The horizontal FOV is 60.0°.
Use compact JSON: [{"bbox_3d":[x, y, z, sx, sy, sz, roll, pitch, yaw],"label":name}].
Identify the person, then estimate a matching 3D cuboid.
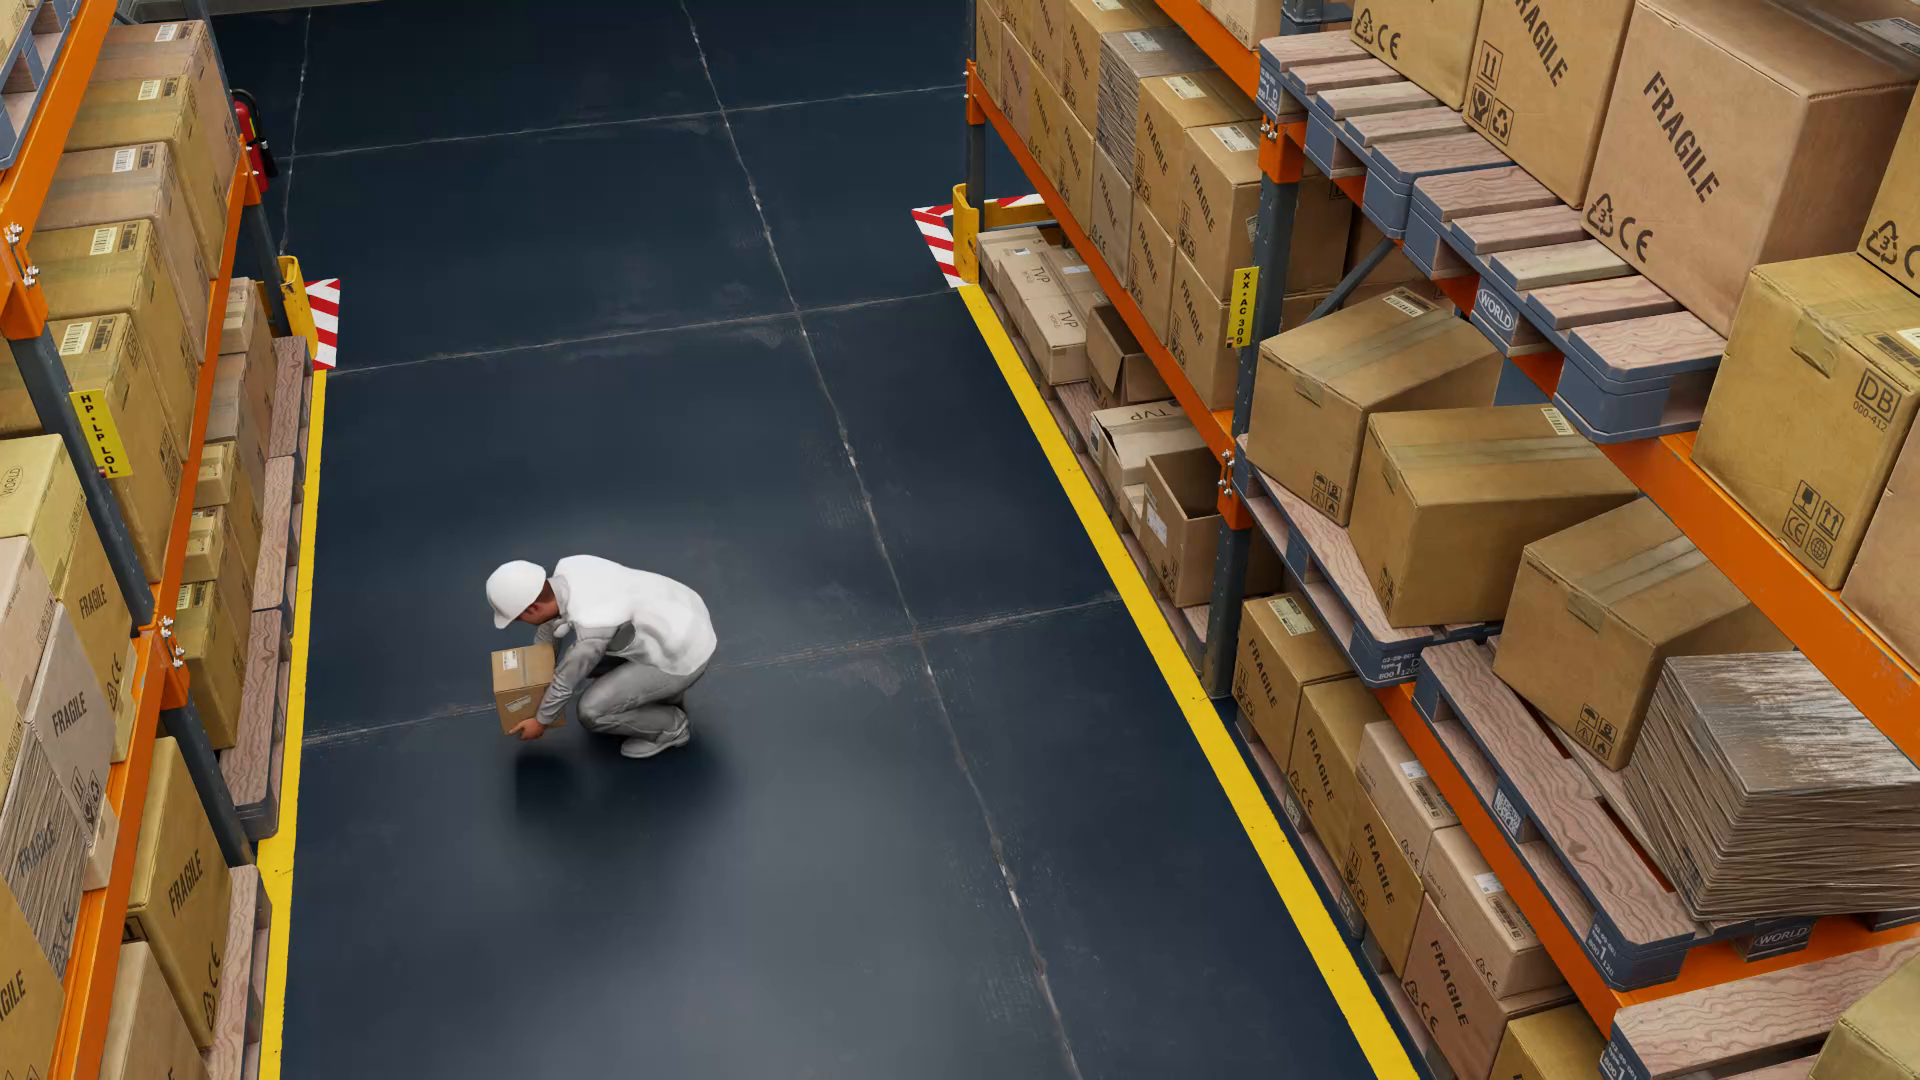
[{"bbox_3d":[-1.444,0.421,6.784,0.880,1.012,0.521,-10,39,-13],"label":"person"}]
